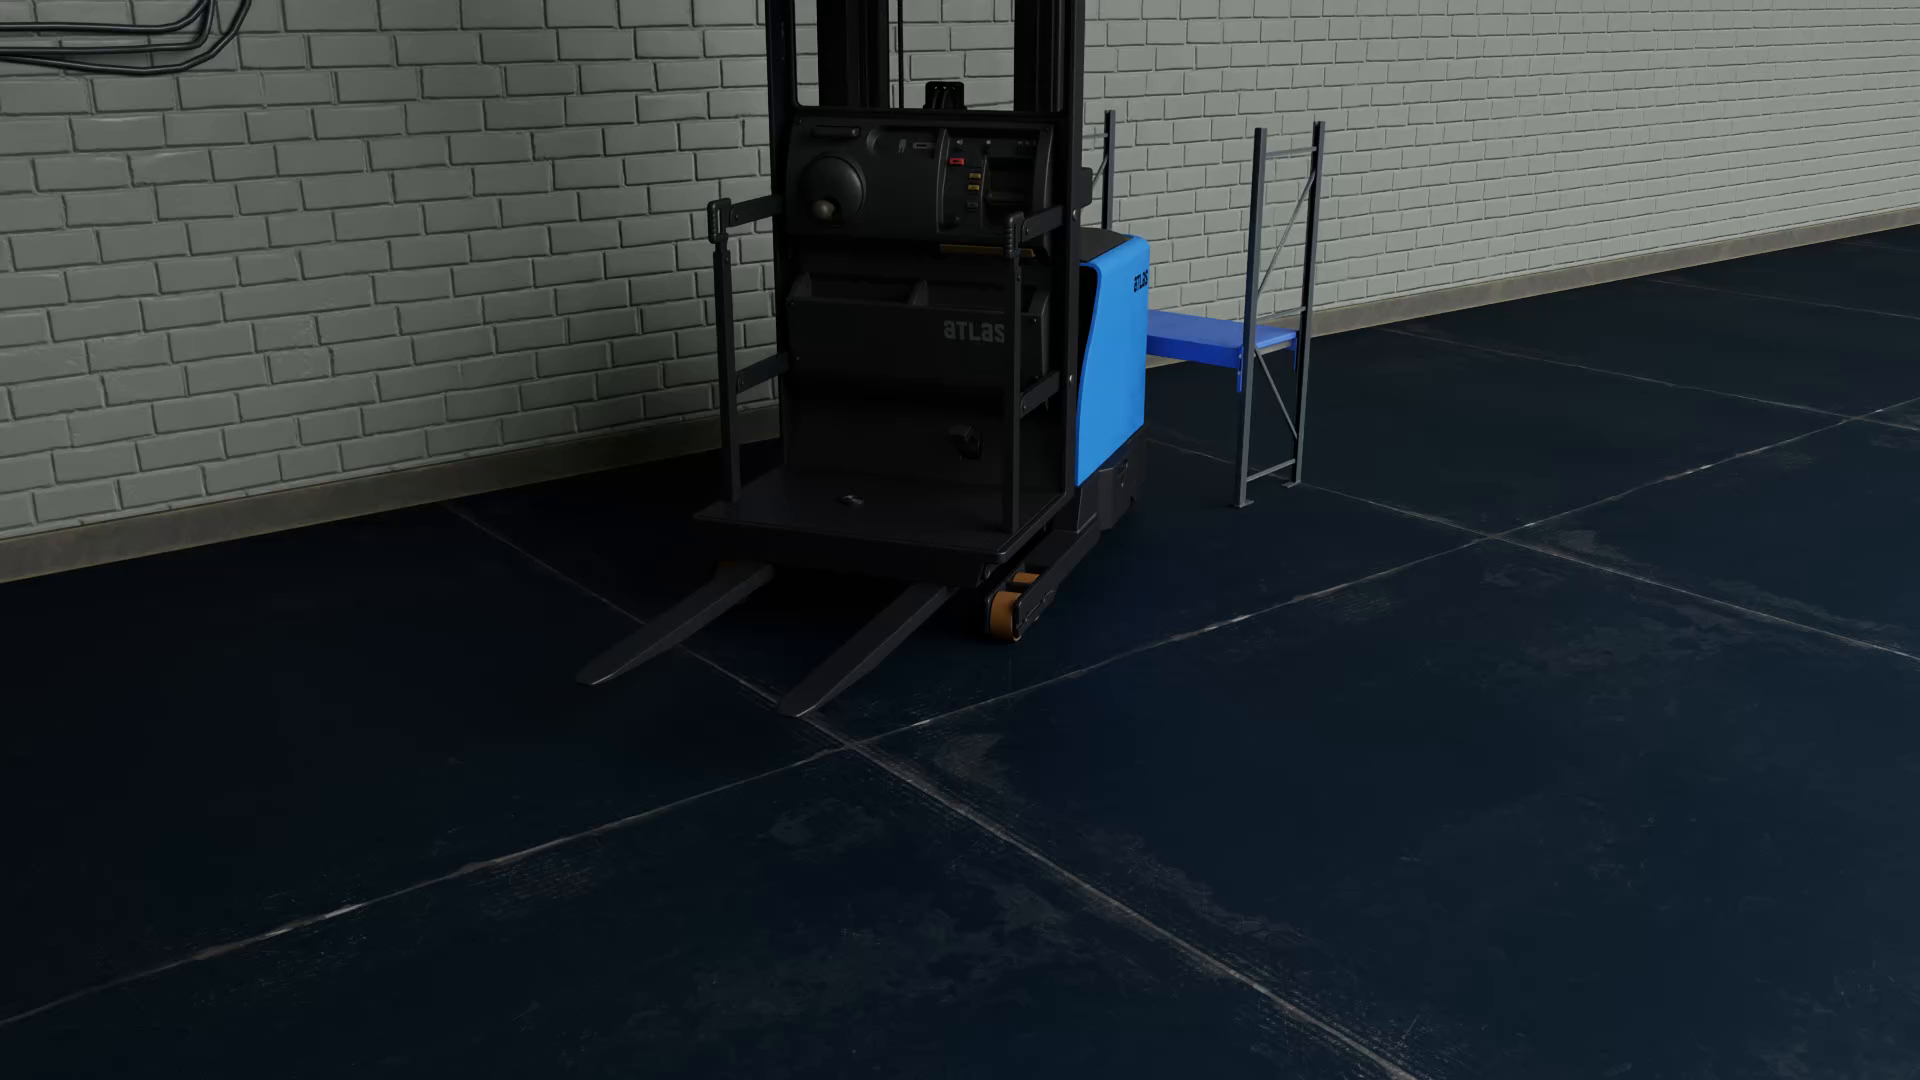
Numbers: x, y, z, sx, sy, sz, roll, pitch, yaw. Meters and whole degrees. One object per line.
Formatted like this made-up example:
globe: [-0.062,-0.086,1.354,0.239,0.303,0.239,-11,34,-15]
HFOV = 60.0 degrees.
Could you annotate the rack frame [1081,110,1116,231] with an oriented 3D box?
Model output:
rack frame: [0.506,-1.108,7.317,0.032,1.500,0.500,15,23,38]

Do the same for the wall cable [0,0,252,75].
wall cable: [-3.695,-2.561,4.721,3.097,2.526,0.112,-14,23,-36]

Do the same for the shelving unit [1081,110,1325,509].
shelving unit: [0.895,-1.005,7.007,1.048,1.500,0.538,15,23,38]

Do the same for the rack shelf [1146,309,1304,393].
rack shelf: [0.895,-0.834,7.063,1.000,0.185,0.538,15,23,38]

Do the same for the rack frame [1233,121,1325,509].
rack frame: [1.285,-0.902,6.697,0.032,1.500,0.500,15,23,38]

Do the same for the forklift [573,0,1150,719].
forklift: [-0.214,-1.208,5.347,1.130,2.935,3.031,7,19,19]
